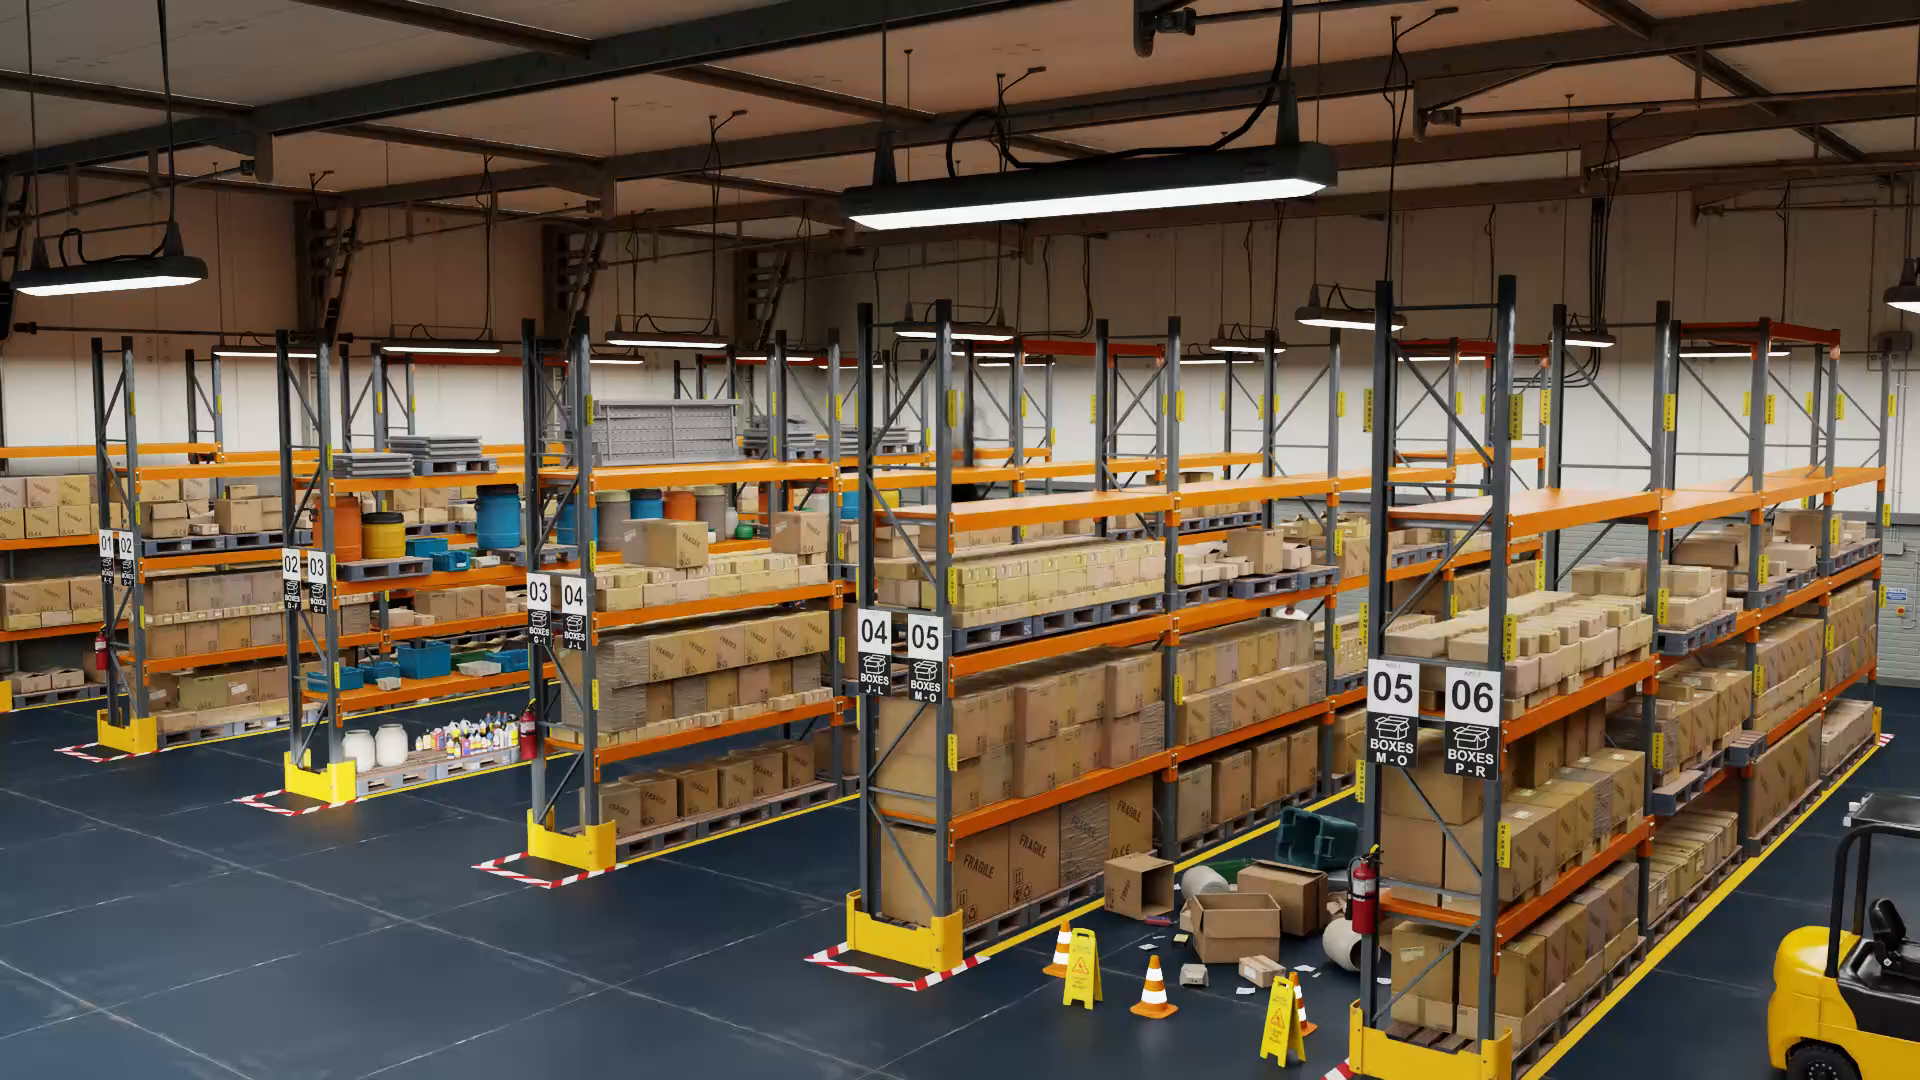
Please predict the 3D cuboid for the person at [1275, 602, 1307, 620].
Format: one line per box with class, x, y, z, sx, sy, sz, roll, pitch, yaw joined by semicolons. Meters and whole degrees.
person;5.628;1.817;28.498;0.669;1.810;0.745;3;6;29
